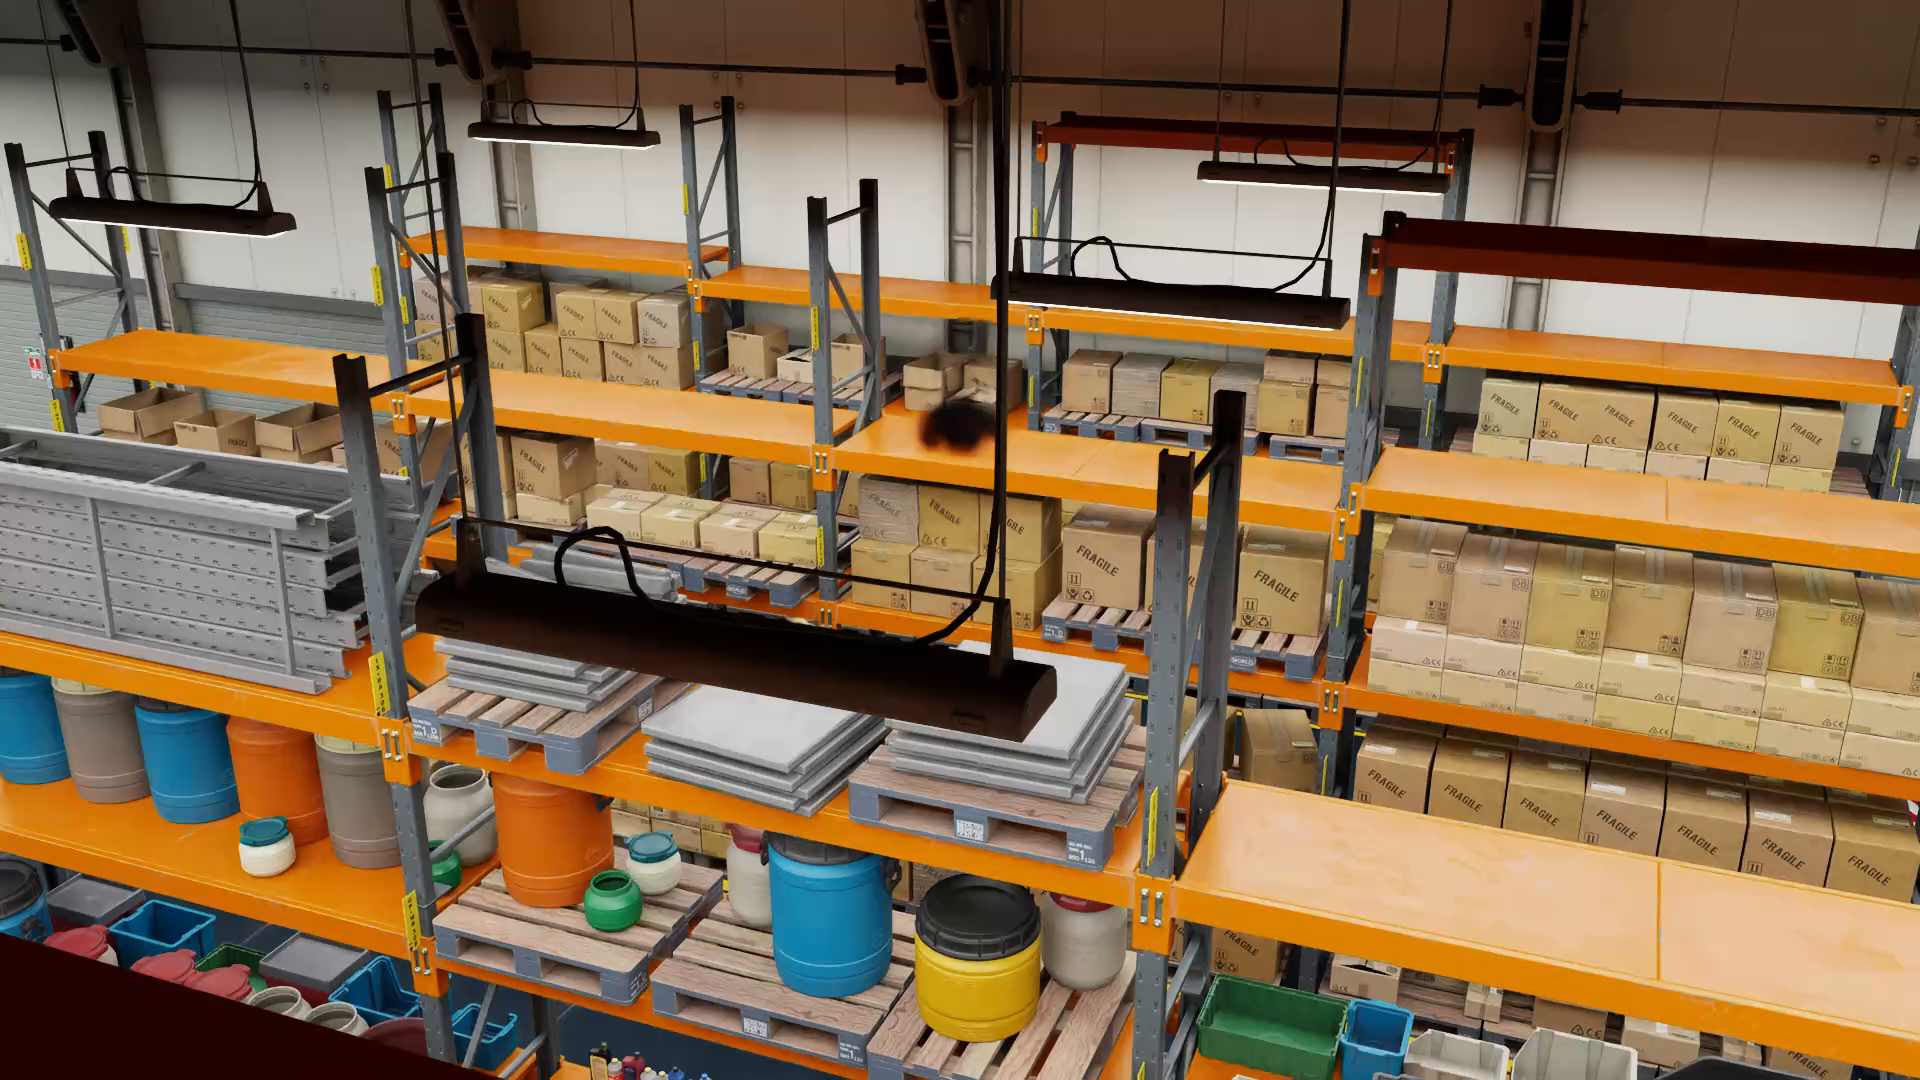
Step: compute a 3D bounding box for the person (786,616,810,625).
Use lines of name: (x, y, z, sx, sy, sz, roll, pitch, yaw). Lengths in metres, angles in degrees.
person: (-1.534, 1.269, 16.772, 0.938, 1.641, 0.575, 3, 21, 7)
